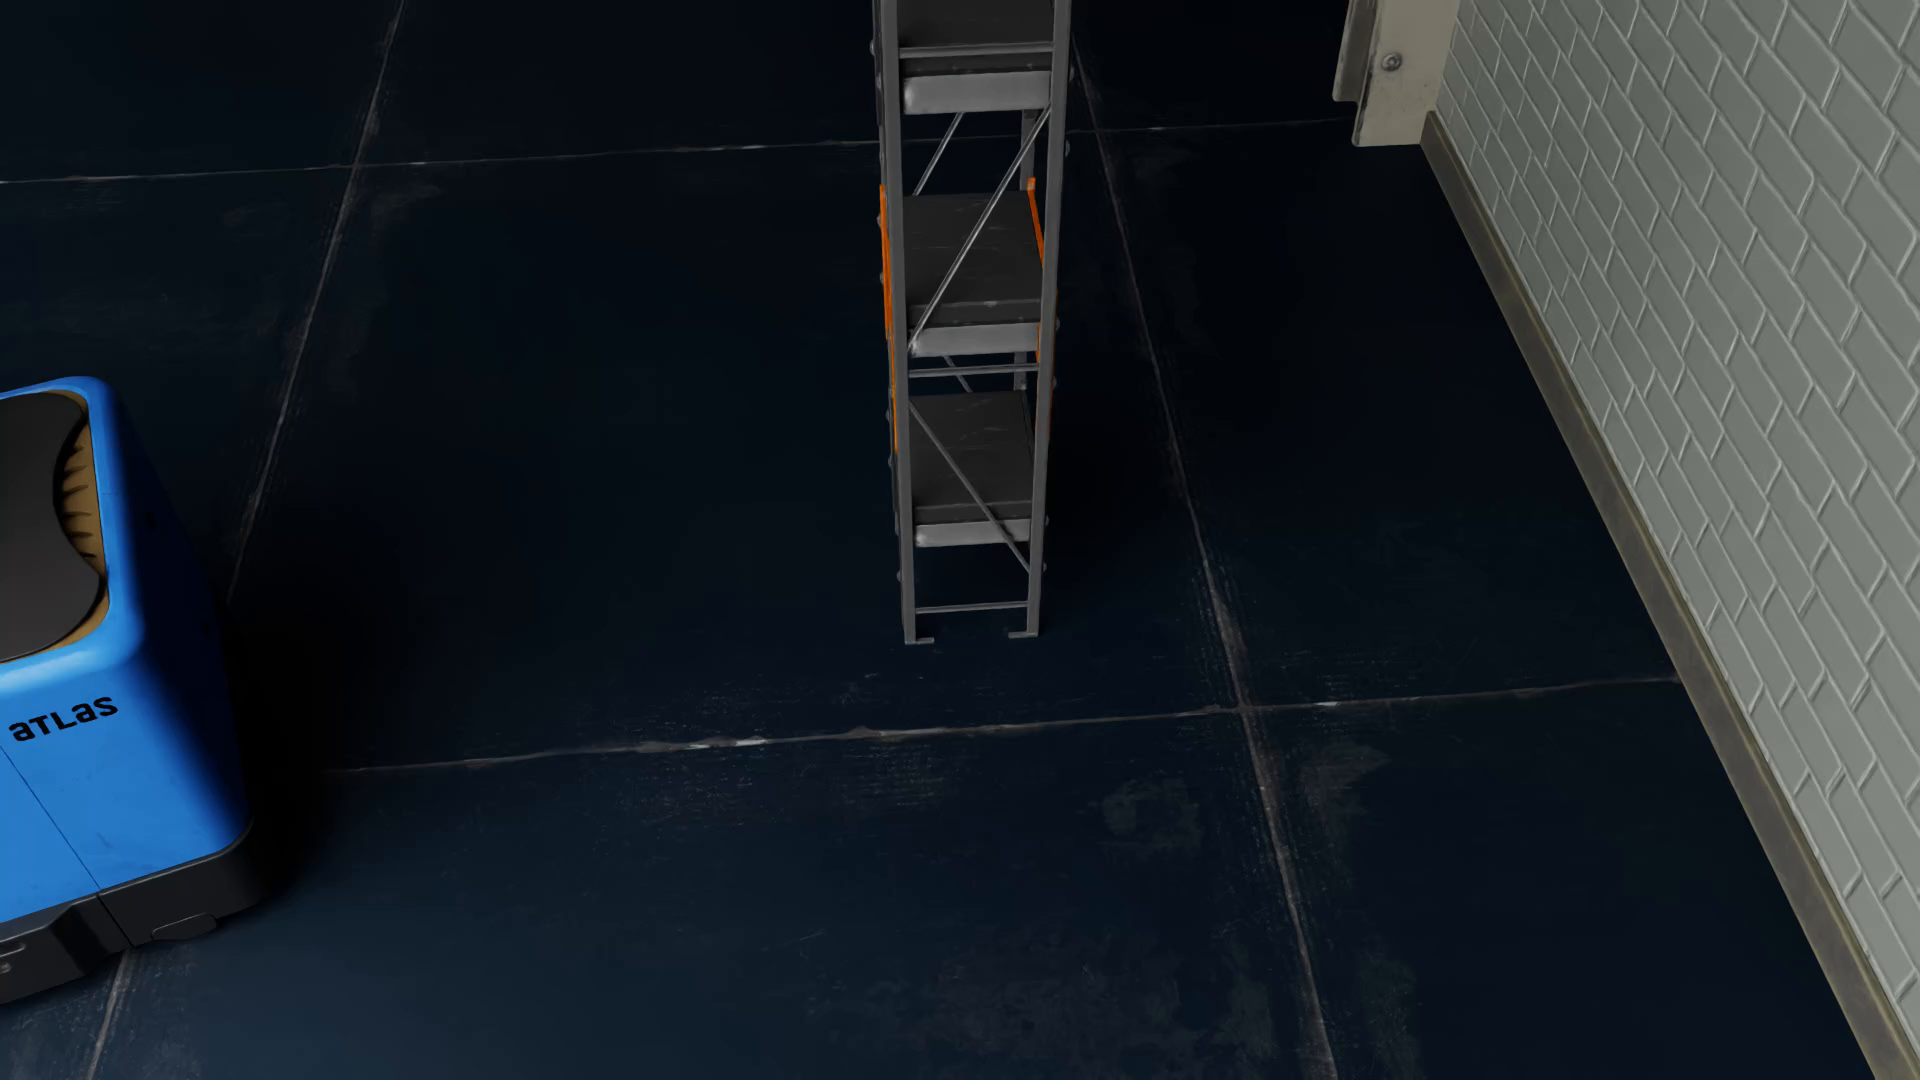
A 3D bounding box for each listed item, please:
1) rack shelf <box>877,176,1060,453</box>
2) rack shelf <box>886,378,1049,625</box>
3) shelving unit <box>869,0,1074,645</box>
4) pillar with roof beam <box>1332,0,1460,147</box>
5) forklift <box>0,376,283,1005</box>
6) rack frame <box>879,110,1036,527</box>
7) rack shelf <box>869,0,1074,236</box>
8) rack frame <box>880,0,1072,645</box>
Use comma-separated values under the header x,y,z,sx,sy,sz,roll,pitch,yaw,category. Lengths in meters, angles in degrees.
x,y,z,sx,sy,sz,roll,pitch,yaw,category
0.014,-0.593,4.384,0.431,0.518,0.480,-3,47,-3,rack shelf
0.014,-0.112,4.892,0.431,0.518,0.480,-3,47,-3,rack shelf
0.014,-0.602,4.374,0.431,2.100,0.503,-3,47,-3,shelving unit
-2.548,-4.586,3.395,9.100,9.000,0.400,-3,47,-3,pillar with roof beam
-3.329,0.045,3.189,3.031,2.935,1.130,-18,49,-16,forklift
-0.007,-0.779,4.541,0.400,2.100,0.015,-3,47,-3,rack frame
0.014,-1.074,3.876,0.431,0.518,0.480,-3,47,-3,rack shelf
0.034,-0.426,4.207,0.400,2.100,0.015,-3,47,-3,rack frame
